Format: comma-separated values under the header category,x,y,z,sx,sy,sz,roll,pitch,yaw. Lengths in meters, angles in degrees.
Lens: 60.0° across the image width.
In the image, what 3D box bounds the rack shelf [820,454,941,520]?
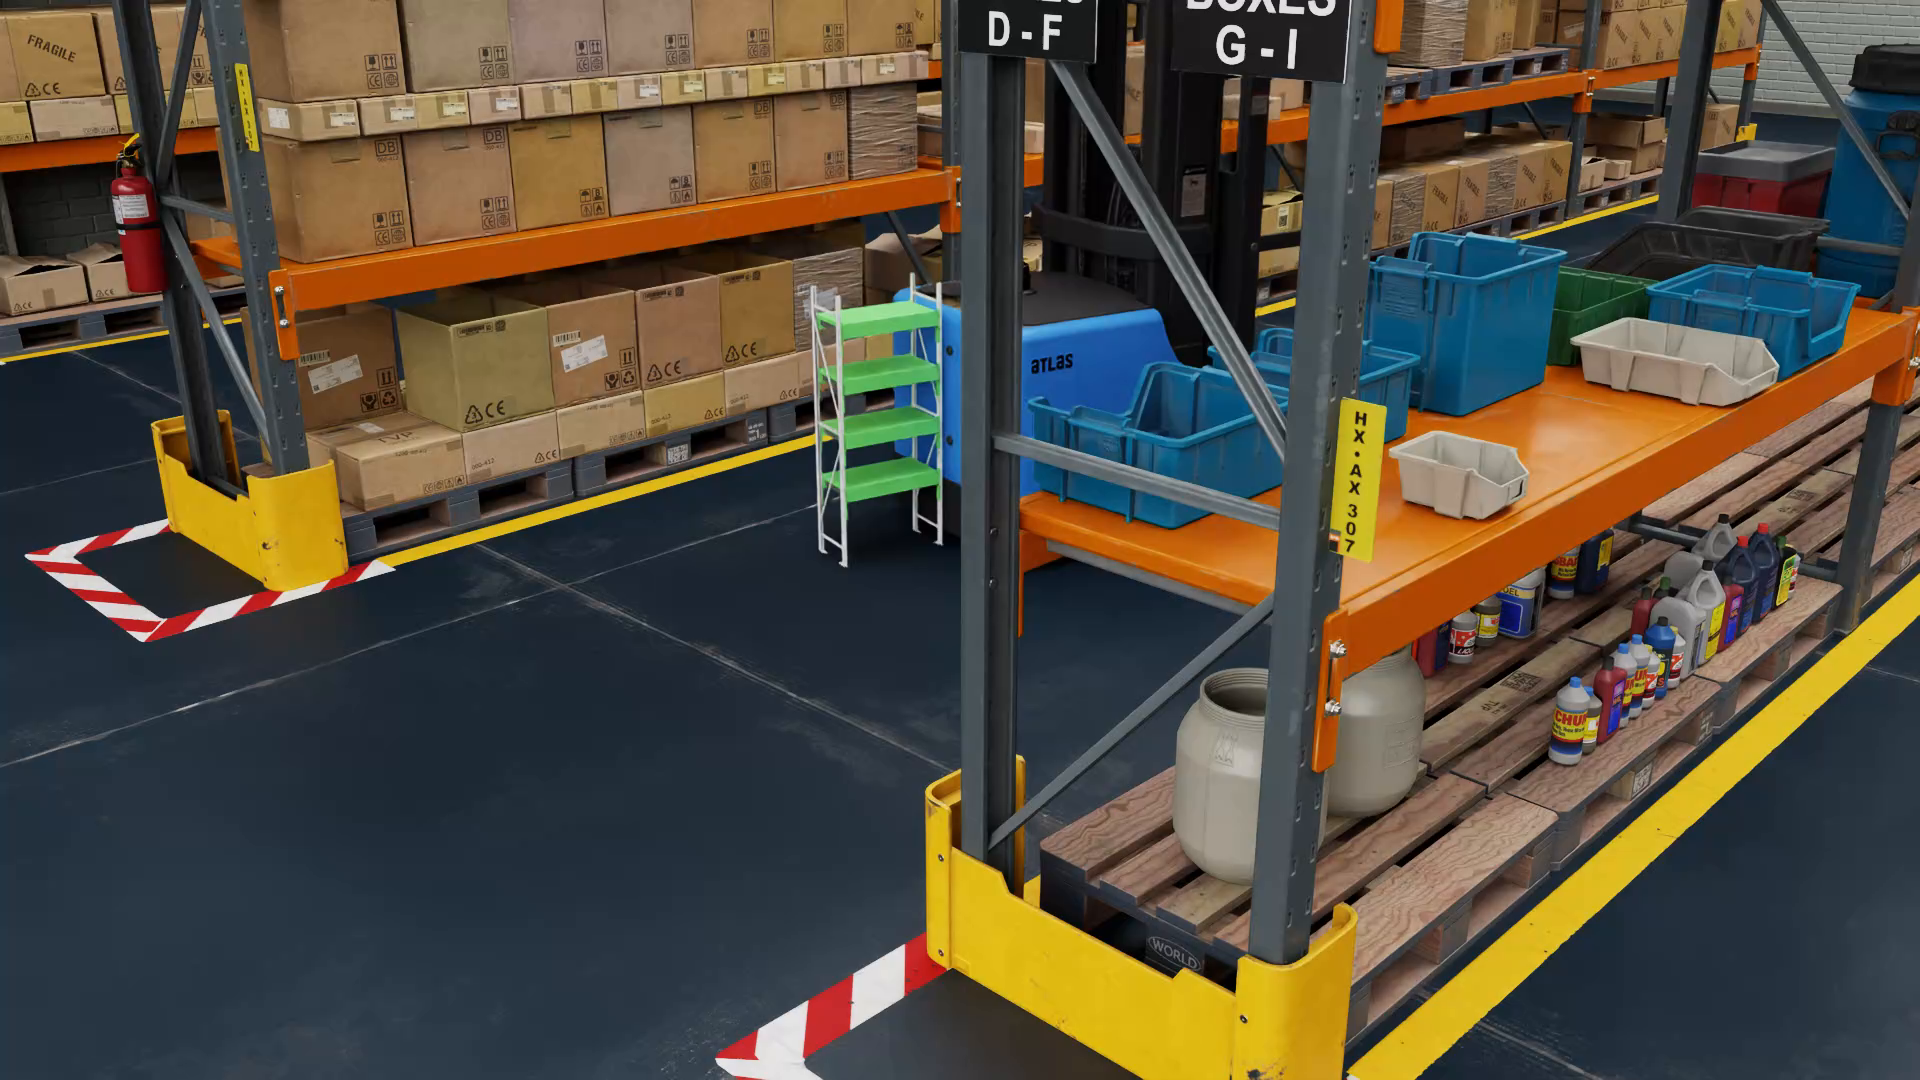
category,x,y,z,sx,sy,sz,roll,pitch,yaw
rack shelf,-0.354,-0.240,7.373,0.480,0.148,0.258,-13,24,-30

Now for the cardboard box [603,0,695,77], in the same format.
category,x,y,z,sx,sy,sz,roll,pitch,yaw
cardboard box,-1.711,-2.546,8.071,0.700,0.500,0.500,19,28,41

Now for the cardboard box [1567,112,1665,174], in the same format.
category,x,y,z,sx,sy,sz,roll,pitch,yaw
cardboard box,6.532,-3.978,16.608,0.797,0.503,0.637,19,28,41

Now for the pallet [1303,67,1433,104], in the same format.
category,x,y,z,sx,sy,sz,roll,pitch,yaw
pallet,2.857,-3.527,12.838,1.213,0.211,1.003,19,28,41

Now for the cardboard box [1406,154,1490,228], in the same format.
category,x,y,z,sx,sy,sz,roll,pitch,yaw
cardboard box,4.032,-2.908,13.831,0.500,0.500,0.500,18,27,39

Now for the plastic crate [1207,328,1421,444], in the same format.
category,x,y,z,sx,sy,sz,roll,pitch,yaw
plastic crate,0.992,-0.428,4.713,0.499,0.251,0.408,19,28,41

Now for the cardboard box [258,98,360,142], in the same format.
category,x,y,z,sx,sy,sz,roll,pitch,yaw
cardboard box,-2.718,-1.765,6.942,0.380,0.149,0.250,19,28,40

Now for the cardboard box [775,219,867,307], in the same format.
category,x,y,z,sx,sy,sz,roll,pitch,yaw
cardboard box,-0.904,-1.619,9.807,0.500,0.500,0.500,19,28,41

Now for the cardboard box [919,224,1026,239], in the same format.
category,x,y,z,sx,sy,sz,roll,pitch,yaw
cardboard box,0.080,-1.882,10.756,0.500,0.311,0.500,-19,28,-41

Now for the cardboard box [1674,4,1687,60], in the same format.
category,x,y,z,sx,sy,sz,roll,pitch,yaw
cardboard box,6.835,-4.954,16.144,0.500,0.500,0.500,19,28,40

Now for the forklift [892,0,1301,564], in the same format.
category,x,y,z,sx,sy,sz,roll,pitch,yaw
forklift,1.200,-1.645,7.768,3.031,2.935,1.130,-13,24,-30

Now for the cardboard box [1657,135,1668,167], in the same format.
category,x,y,z,sx,sy,sz,roll,pitch,yaw
cardboard box,7.128,-3.965,16.929,0.500,0.250,0.500,19,28,41

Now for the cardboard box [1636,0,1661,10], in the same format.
category,x,y,z,sx,sy,sz,roll,pitch,yaw
cardboard box,6.115,-5.150,15.260,0.500,0.500,0.500,18,28,39

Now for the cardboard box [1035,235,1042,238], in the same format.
category,x,y,z,sx,sy,sz,roll,pitch,yaw
cardboard box,0.824,-1.876,10.739,0.500,0.311,0.500,18,27,39

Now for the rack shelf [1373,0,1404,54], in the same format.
category,x,y,z,sx,sy,sz,roll,pitch,yaw
rack shelf,1.795,-1.706,4.655,1.077,0.370,4.000,19,28,41

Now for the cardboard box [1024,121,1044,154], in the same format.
category,x,y,z,sx,sy,sz,roll,pitch,yaw
cardboard box,0.409,-2.456,10.134,0.380,0.149,0.250,19,28,41

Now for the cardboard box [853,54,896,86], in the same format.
category,x,y,z,sx,sy,sz,roll,pitch,yaw
cardboard box,-0.566,-2.560,9.010,0.380,0.149,0.250,19,28,40

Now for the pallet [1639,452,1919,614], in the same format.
category,x,y,z,sx,sy,sz,roll,pitch,yaw
pallet,3.711,-0.066,7.452,1.003,0.211,1.213,19,28,41

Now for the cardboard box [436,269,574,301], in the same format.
category,x,y,z,sx,sy,sz,roll,pitch,yaw
cardboard box,-2.298,-1.104,8.469,0.500,0.500,0.500,19,28,41

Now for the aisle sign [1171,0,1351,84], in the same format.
category,x,y,z,sx,sy,sz,roll,pitch,yaw
aisle sign,0.560,-1.250,3.021,0.394,0.787,0.004,19,28,41

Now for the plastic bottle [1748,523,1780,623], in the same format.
category,x,y,z,sx,sy,sz,roll,pitch,yaw
plastic bottle,2.948,0.113,6.179,0.144,0.351,0.185,18,28,39

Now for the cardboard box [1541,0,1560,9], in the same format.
category,x,y,z,sx,sy,sz,roll,pitch,yaw
cardboard box,5.392,-5.161,15.289,0.500,0.500,0.500,19,28,41

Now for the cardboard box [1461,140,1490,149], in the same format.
category,x,y,z,sx,sy,sz,roll,pitch,yaw
cardboard box,4.349,-3.289,14.820,0.500,0.500,0.500,-20,28,-41

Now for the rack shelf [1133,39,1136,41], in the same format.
category,x,y,z,sx,sy,sz,roll,pitch,yaw
rack shelf,3.068,-5.870,19.670,1.077,0.370,4.000,19,28,41

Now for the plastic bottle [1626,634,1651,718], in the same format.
category,x,y,z,sx,sy,sz,roll,pitch,yaw
plastic bottle,2.197,0.438,5.443,0.097,0.271,0.097,0,21,0

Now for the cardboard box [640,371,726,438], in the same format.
category,x,y,z,sx,sy,sz,roll,pitch,yaw
cardboard box,-1.565,-0.748,8.588,0.500,0.250,0.500,19,28,41

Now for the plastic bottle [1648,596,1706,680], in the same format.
category,x,y,z,sx,sy,sz,roll,pitch,yaw
plastic bottle,2.472,0.321,5.742,0.135,0.276,0.152,-20,28,-41

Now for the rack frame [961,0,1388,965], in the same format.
category,x,y,z,sx,sy,sz,roll,pitch,yaw
rack frame,0.400,-0.128,3.726,1.000,3.000,0.127,19,28,41

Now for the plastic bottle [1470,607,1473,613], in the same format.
category,x,y,z,sx,sy,sz,roll,pitch,yaw
plastic bottle,1.772,0.184,5.993,0.185,0.351,0.144,-19,28,-40

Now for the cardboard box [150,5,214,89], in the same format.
category,x,y,z,sx,sy,sz,roll,pitch,yaw
cardboard box,-5.081,-3.336,11.208,0.500,0.500,0.500,-19,28,-40

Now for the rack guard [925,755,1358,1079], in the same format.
category,x,y,z,sx,sy,sz,roll,pitch,yaw
rack guard,0.420,1.008,4.256,1.175,0.500,0.348,19,28,41

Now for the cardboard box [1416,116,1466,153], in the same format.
category,x,y,z,sx,sy,sz,roll,pitch,yaw
cardboard box,4.015,-3.521,14.381,0.500,0.250,0.500,19,28,41

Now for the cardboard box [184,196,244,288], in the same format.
category,x,y,z,sx,sy,sz,roll,pitch,yaw
cardboard box,-5.206,-2.124,11.790,0.700,0.500,0.500,17,27,37

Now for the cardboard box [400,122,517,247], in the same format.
category,x,y,z,sx,sy,sz,roll,pitch,yaw
cardboard box,-2.448,-1.668,7.595,0.500,0.500,0.700,-19,28,-41

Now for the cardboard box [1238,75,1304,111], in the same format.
category,x,y,z,sx,sy,sz,roll,pitch,yaw
cardboard box,2.150,-3.301,12.106,0.500,0.311,0.500,-18,27,-39

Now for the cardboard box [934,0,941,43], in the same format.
category,x,y,z,sx,sy,sz,roll,pitch,yaw
cardboard box,-0.223,-5.052,15.955,0.500,0.500,0.500,-19,28,-40

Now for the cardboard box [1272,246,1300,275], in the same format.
category,x,y,z,sx,sy,sz,roll,pitch,yaw
cardboard box,2.242,-2.141,12.212,0.500,0.250,0.500,-19,28,-41

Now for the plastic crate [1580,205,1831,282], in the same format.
category,x,y,z,sx,sy,sz,roll,pitch,yaw
plastic crate,2.734,-1.024,6.145,0.767,0.338,0.504,19,28,41

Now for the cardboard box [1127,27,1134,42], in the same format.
category,x,y,z,sx,sy,sz,roll,pitch,yaw
cardboard box,1.640,-5.426,17.834,0.380,0.149,0.250,20,28,41

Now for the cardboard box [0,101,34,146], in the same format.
category,x,y,z,sx,sy,sz,roll,pitch,yaw
cardboard box,-6.130,-2.593,10.320,0.500,0.250,0.500,18,28,39

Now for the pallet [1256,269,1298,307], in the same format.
category,x,y,z,sx,sy,sz,roll,pitch,yaw
pallet,1.832,-1.922,12.280,1.003,0.211,1.213,19,28,41

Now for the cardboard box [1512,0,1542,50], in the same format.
category,x,y,z,sx,sy,sz,roll,pitch,yaw
cardboard box,4.734,-4.630,14.715,0.700,0.500,0.500,9,23,23

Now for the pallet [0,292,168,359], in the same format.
category,x,y,z,sx,sy,sz,roll,pitch,yaw
pallet,-6.053,-1.525,11.249,1.003,0.211,1.213,19,28,41

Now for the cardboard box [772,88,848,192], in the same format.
category,x,y,z,sx,sy,sz,roll,pitch,yaw
cardboard box,-1.024,-2.191,8.954,0.700,0.500,0.500,19,28,40

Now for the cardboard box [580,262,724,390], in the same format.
category,x,y,z,sx,sy,sz,roll,pitch,yaw
cardboard box,-1.564,-1.098,8.453,0.500,0.500,0.500,19,28,41

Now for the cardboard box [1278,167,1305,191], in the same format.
category,x,y,z,sx,sy,sz,roll,pitch,yaw
cardboard box,2.919,-2.763,13.452,0.500,0.500,0.500,-19,28,-40

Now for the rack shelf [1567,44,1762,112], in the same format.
category,x,y,z,sx,sy,sz,roll,pitch,yaw
rack shelf,6.620,-4.632,16.446,1.077,0.370,4.000,19,28,41

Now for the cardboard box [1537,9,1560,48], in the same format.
category,x,y,z,sx,sy,sz,roll,pitch,yaw
cardboard box,5.390,-4.693,15.463,0.500,0.500,0.500,-20,28,-41

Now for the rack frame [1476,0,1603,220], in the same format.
category,x,y,z,sx,sy,sz,roll,pitch,yaw
rack frame,5.225,-4.453,14.980,1.000,3.000,0.127,19,28,41

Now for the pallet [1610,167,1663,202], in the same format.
category,x,y,z,sx,sy,sz,roll,pitch,yaw
pallet,6.556,-3.643,16.759,1.003,0.211,1.213,19,28,41

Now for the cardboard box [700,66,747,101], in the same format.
category,x,y,z,sx,sy,sz,roll,pitch,yaw
cardboard box,-1.279,-2.297,8.326,0.250,0.149,0.380,-19,28,-41

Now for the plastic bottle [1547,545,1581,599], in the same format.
category,x,y,z,sx,sy,sz,roll,pitch,yaw
plastic bottle,2.316,0.083,6.367,0.097,0.271,0.097,0,21,0

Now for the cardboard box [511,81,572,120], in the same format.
category,x,y,z,sx,sy,sz,roll,pitch,yaw
cardboard box,-1.999,-2.031,7.634,0.380,0.149,0.250,18,27,39

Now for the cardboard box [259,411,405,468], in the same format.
category,x,y,z,sx,sy,sz,roll,pitch,yaw
cardboard box,-2.984,-0.493,7.923,0.500,0.250,0.500,19,28,41

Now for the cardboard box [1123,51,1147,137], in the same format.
category,x,y,z,sx,sy,sz,roll,pitch,yaw
cardboard box,0.909,-2.901,10.802,0.500,0.500,0.500,19,28,41

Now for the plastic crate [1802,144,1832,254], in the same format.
category,x,y,z,sx,sy,sz,roll,pitch,yaw
plastic crate,3.737,-1.510,7.345,0.392,0.384,0.575,19,28,41

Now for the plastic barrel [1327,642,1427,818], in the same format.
category,x,y,z,sx,sy,sz,roll,pitch,yaw
plastic barrel,1.154,0.520,4.923,0.421,0.512,0.421,0,21,0

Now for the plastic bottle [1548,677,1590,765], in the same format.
category,x,y,z,sx,sy,sz,roll,pitch,yaw
plastic bottle,1.888,0.552,5.147,0.097,0.271,0.097,0,21,0

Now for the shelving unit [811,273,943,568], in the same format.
category,x,y,z,sx,sy,sz,roll,pitch,yaw
shelving unit,-0.354,-0.523,7.264,0.503,1.200,0.258,-13,24,-30

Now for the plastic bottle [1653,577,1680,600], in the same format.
category,x,y,z,sx,sy,sz,roll,pitch,yaw
plastic bottle,2.497,0.257,5.897,0.061,0.283,0.133,19,28,41
